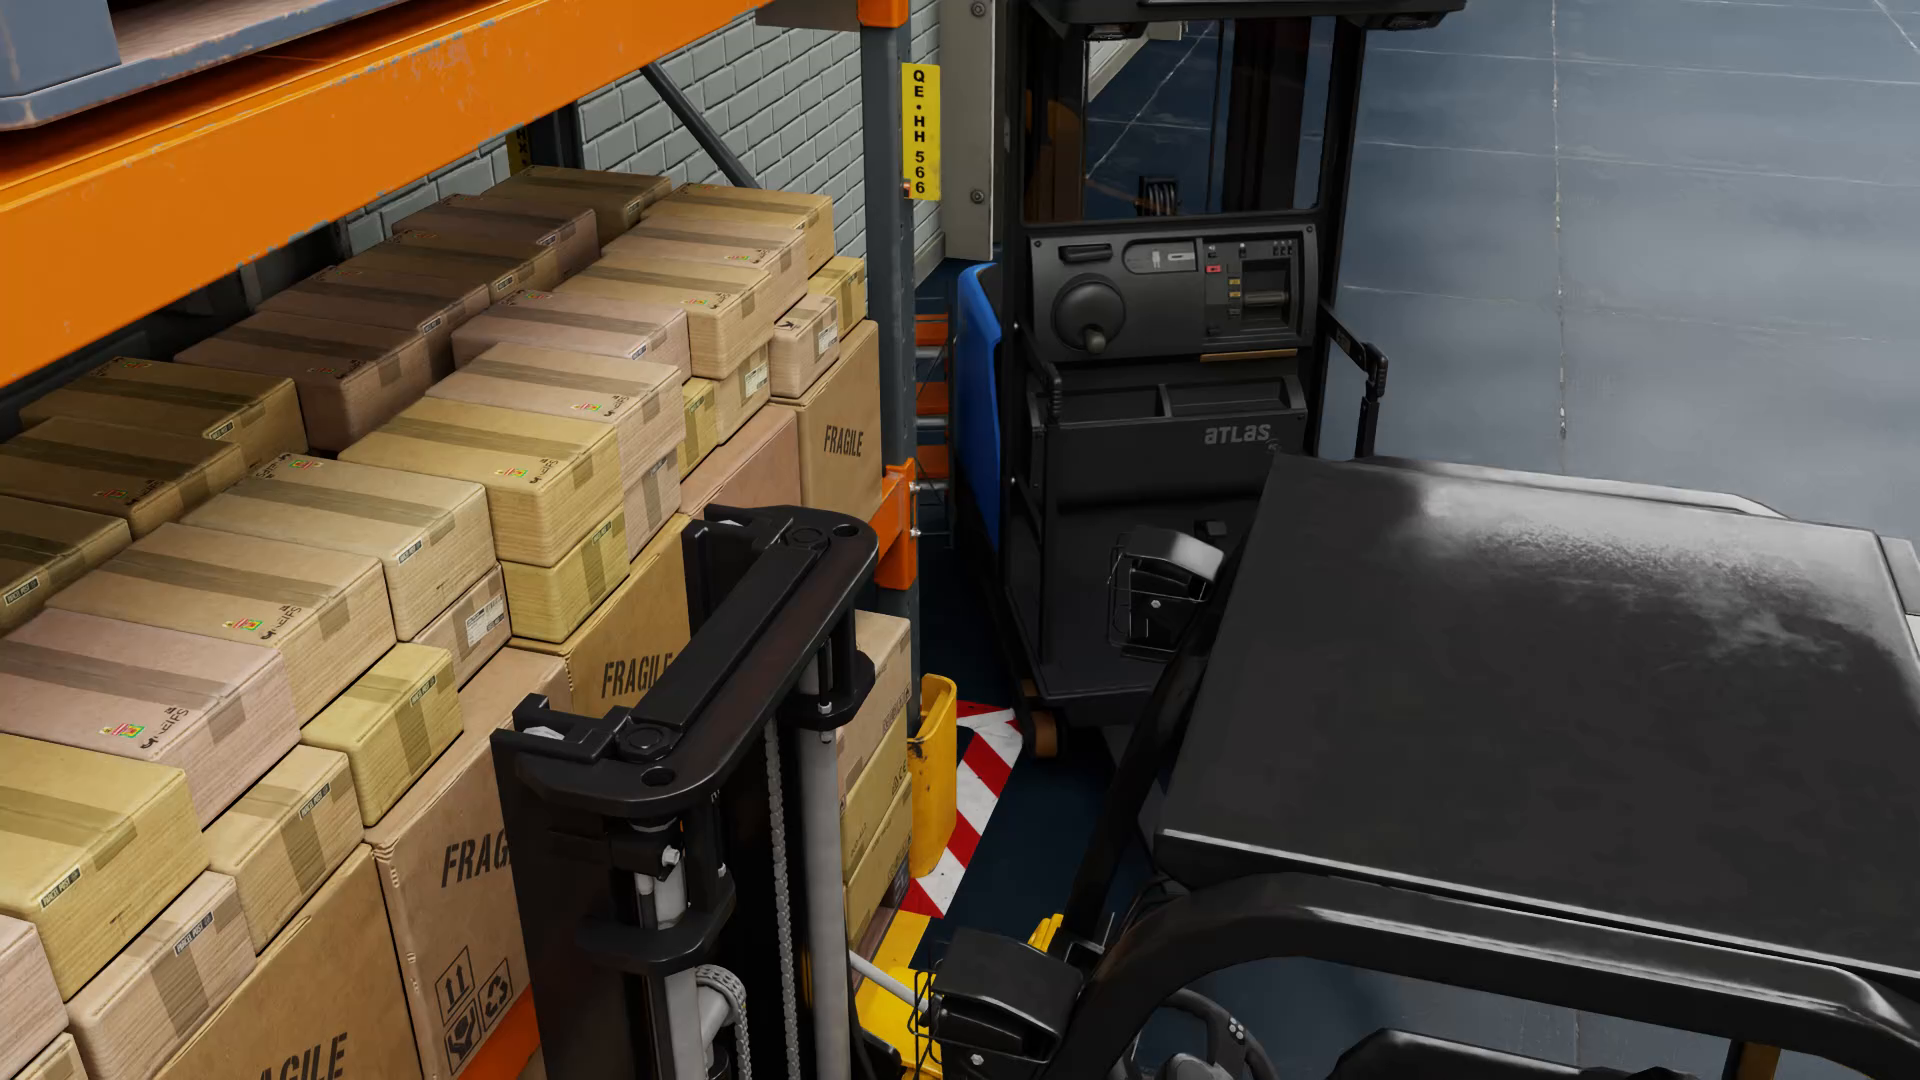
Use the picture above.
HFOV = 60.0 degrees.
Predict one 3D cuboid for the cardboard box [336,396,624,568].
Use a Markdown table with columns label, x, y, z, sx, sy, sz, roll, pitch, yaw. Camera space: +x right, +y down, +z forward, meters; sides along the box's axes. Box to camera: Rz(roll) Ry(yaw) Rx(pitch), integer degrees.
| label | x | y | z | sx | sy | sz | roll | pitch | yaw |
| --- | --- | --- | --- | --- | --- | --- | --- | --- | --- |
| cardboard box | -0.793 | -0.102 | 2.772 | 0.380 | 0.149 | 0.250 | 9 | 30 | 16 |

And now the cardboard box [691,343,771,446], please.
| label | x | y | z | sx | sy | sz | roll | pitch | yaw |
| --- | --- | --- | --- | --- | --- | --- | --- | --- | --- |
| cardboard box | -0.625 | -0.340 | 3.505 | 0.380 | 0.149 | 0.250 | 9 | 30 | 16 |

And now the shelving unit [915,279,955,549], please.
| label | x | y | z | sx | sy | sz | roll | pitch | yaw |
| --- | --- | --- | --- | --- | --- | --- | --- | --- | --- |
| shelving unit | -0.136 | -0.481 | 6.533 | 0.215 | 1.050 | 0.252 | -2 | 29 | -4 |

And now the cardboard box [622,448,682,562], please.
| label | x | y | z | sx | sy | sz | roll | pitch | yaw |
| --- | --- | --- | --- | --- | --- | --- | --- | --- | --- |
| cardboard box | -0.742 | -0.096 | 3.066 | 0.380 | 0.149 | 0.250 | 8 | 30 | 13 |

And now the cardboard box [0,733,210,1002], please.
| label | x | y | z | sx | sy | sz | roll | pitch | yaw |
| --- | --- | --- | --- | --- | --- | --- | --- | --- | --- |
| cardboard box | -1.126 | 0.364 | 1.935 | 0.380 | 0.149 | 0.250 | 8 | 30 | 14 |

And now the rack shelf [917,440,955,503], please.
| label | x | y | z | sx | sy | sz | roll | pitch | yaw |
| --- | --- | --- | --- | --- | --- | --- | --- | --- | --- |
| rack shelf | -0.135 | -0.229 | 6.674 | 0.215 | 0.259 | 0.240 | -2 | 29 | -4 |

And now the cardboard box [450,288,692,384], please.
| label | x | y | z | sx | sy | sz | roll | pitch | yaw |
| --- | --- | --- | --- | --- | --- | --- | --- | --- | --- |
| cardboard box | -0.752 | -0.360 | 3.235 | 0.380 | 0.149 | 0.250 | 9 | 30 | 15 |

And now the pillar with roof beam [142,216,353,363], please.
| label | x | y | z | sx | sy | sz | roll | pitch | yaw |
| --- | --- | --- | --- | --- | --- | --- | --- | --- | --- |
| pillar with roof beam | 2.439 | -2.261 | 1.558 | 9.100 | 9.000 | 0.400 | 8 | 30 | 15 |

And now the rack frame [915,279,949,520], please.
| label | x | y | z | sx | sy | sz | roll | pitch | yaw |
| --- | --- | --- | --- | --- | --- | --- | --- | --- | --- |
| rack frame | -0.145 | -0.540 | 6.640 | 0.200 | 1.050 | 0.008 | -2 | 29 | -4 |

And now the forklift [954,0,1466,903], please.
| label | x | y | z | sx | sy | sz | roll | pitch | yaw |
| --- | --- | --- | --- | --- | --- | --- | --- | --- | --- |
| forklift | 0.717 | -0.748 | 5.080 | 1.130 | 2.935 | 3.031 | -4 | 29 | -8 |

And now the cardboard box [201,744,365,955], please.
| label | x | y | z | sx | sy | sz | roll | pitch | yaw |
| --- | --- | --- | --- | --- | --- | --- | --- | --- | --- |
| cardboard box | -1.036 | 0.382 | 2.208 | 0.380 | 0.149 | 0.250 | 8 | 30 | 13 |

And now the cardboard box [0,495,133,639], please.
| label | x | y | z | sx | sy | sz | roll | pitch | yaw |
| --- | --- | --- | --- | --- | --- | --- | --- | --- | --- |
| cardboard box | -1.469 | 0.058 | 2.485 | 0.380 | 0.149 | 0.250 | 9 | 30 | 16 |

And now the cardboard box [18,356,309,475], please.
| label | x | y | z | sx | sy | sz | roll | pitch | yaw |
| --- | --- | --- | --- | --- | --- | --- | --- | --- | --- |
| cardboard box | -1.398 | -0.192 | 2.933 | 0.380 | 0.149 | 0.250 | 8 | 30 | 14 |

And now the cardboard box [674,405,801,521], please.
| label | x | y | z | sx | sy | sz | roll | pitch | yaw |
| --- | --- | --- | --- | --- | --- | --- | --- | --- | --- |
| cardboard box | -0.665 | 0.013 | 3.537 | 0.500 | 0.500 | 0.500 | 9 | 30 | 16 |

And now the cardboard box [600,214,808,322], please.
| label | x | y | z | sx | sy | sz | roll | pitch | yaw |
| --- | --- | --- | --- | --- | --- | --- | --- | --- | --- |
| cardboard box | -0.557 | -0.590 | 3.650 | 0.380 | 0.149 | 0.250 | 9 | 30 | 15 |

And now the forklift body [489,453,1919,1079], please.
| label | x | y | z | sx | sy | sz | roll | pitch | yaw |
| --- | --- | --- | --- | --- | --- | --- | --- | --- | --- |
| forklift body | 0.577 | 1.064 | 2.625 | 2.313 | 2.155 | 1.214 | 8 | 30 | 15 |

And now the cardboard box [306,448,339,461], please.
| label | x | y | z | sx | sy | sz | roll | pitch | yaw |
| --- | --- | --- | --- | --- | --- | --- | --- | --- | --- |
| cardboard box | -1.327 | -0.193 | 3.242 | 0.380 | 0.149 | 0.250 | 9 | 30 | 15 |

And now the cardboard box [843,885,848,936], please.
| label | x | y | z | sx | sy | sz | roll | pitch | yaw |
| --- | --- | --- | --- | --- | --- | --- | --- | --- | --- |
| cardboard box | -0.601 | 1.062 | 4.151 | 0.500 | 0.250 | 0.500 | 8 | 30 | 15 |

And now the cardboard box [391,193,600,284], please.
| label | x | y | z | sx | sy | sz | roll | pitch | yaw |
| --- | --- | --- | --- | --- | --- | --- | --- | --- | --- |
| cardboard box | -1.051 | -0.666 | 3.785 | 0.380 | 0.149 | 0.250 | 10 | 30 | 17 |

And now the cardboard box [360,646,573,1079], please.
| label | x | y | z | sx | sy | sz | roll | pitch | yaw |
| --- | --- | --- | --- | --- | --- | --- | --- | --- | --- |
| cardboard box | -0.952 | 0.487 | 2.686 | 0.500 | 0.500 | 0.500 | 9 | 30 | 15 |

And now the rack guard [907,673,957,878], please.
| label | x | y | z | sx | sy | sz | roll | pitch | yaw |
| --- | --- | --- | --- | --- | --- | --- | --- | --- | --- |
| rack guard | -0.603 | 0.632 | 5.099 | 1.175 | 0.500 | 0.348 | 8 | 30 | 15 |

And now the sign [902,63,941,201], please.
| label | x | y | z | sx | sy | sz | roll | pitch | yaw |
| --- | --- | --- | --- | --- | --- | --- | --- | --- | --- |
| sign | -0.096 | -0.974 | 3.981 | 0.100 | 0.325 | 0.005 | 8 | 30 | 15 |

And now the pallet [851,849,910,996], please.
| label | x | y | z | sx | sy | sz | roll | pitch | yaw |
| --- | --- | --- | --- | --- | --- | --- | --- | --- | --- |
| pallet | -0.795 | 1.131 | 4.499 | 1.003 | 0.211 | 1.213 | 8 | 30 | 15 |

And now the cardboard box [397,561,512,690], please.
| label | x | y | z | sx | sy | sz | roll | pitch | yaw |
| --- | --- | --- | --- | --- | --- | --- | --- | --- | --- |
| cardboard box | -0.957 | 0.128 | 2.664 | 0.380 | 0.149 | 0.250 | 8 | 30 | 15 |

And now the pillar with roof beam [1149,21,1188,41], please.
| label | x | y | z | sx | sy | sz | roll | pitch | yaw |
| --- | --- | --- | --- | --- | --- | --- | --- | --- | --- |
| pillar with roof beam | 5.961 | -7.838 | 11.583 | 9.100 | 9.000 | 0.400 | 8 | 30 | 15 |

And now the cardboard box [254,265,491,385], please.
| label | x | y | z | sx | sy | sz | roll | pitch | yaw |
| --- | --- | --- | --- | --- | --- | --- | --- | --- | --- |
| cardboard box | -1.173 | -0.426 | 3.354 | 0.380 | 0.149 | 0.250 | 9 | 30 | 15 |

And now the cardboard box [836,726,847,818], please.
| label | x | y | z | sx | sy | sz | roll | pitch | yaw |
| --- | --- | --- | --- | --- | --- | --- | --- | --- | --- |
| cardboard box | -0.591 | 0.629 | 3.902 | 0.500 | 0.250 | 0.500 | 9 | 30 | 16 |

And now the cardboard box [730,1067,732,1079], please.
| label | x | y | z | sx | sy | sz | roll | pitch | yaw |
| --- | --- | --- | --- | --- | --- | --- | --- | --- | --- |
| cardboard box | -0.743 | 1.096 | 3.576 | 0.500 | 0.250 | 0.500 | 8 | 30 | 14 |

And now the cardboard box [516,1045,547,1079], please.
| label | x | y | z | sx | sy | sz | roll | pitch | yaw |
| --- | --- | --- | --- | --- | --- | --- | --- | --- | --- |
| cardboard box | -0.886 | 1.099 | 3.056 | 0.500 | 0.250 | 0.500 | 8 | 30 | 14 |

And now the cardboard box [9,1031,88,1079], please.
| label | x | y | z | sx | sy | sz | roll | pitch | yaw |
| --- | --- | --- | --- | --- | --- | --- | --- | --- | --- |
| cardboard box | -1.172 | 0.623 | 1.775 | 0.380 | 0.149 | 0.250 | 9 | 30 | 16 |

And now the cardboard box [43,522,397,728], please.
| label | x | y | z | sx | sy | sz | roll | pitch | yaw |
| --- | --- | --- | --- | --- | --- | --- | --- | --- | --- |
| cardboard box | -1.049 | 0.119 | 2.375 | 0.380 | 0.149 | 0.250 | 9 | 30 | 15 |

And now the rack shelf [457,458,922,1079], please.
| label | x | y | z | sx | sy | sz | roll | pitch | yaw |
| --- | --- | --- | --- | --- | --- | --- | --- | --- | --- |
| rack shelf | -1.197 | 0.795 | 2.975 | 1.077 | 0.370 | 4.000 | 8 | 30 | 15 |

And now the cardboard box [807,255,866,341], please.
| label | x | y | z | sx | sy | sz | roll | pitch | yaw |
| --- | --- | --- | --- | --- | --- | --- | --- | --- | --- |
| cardboard box | -0.444 | -0.575 | 3.928 | 0.380 | 0.149 | 0.250 | 9 | 30 | 16 |
